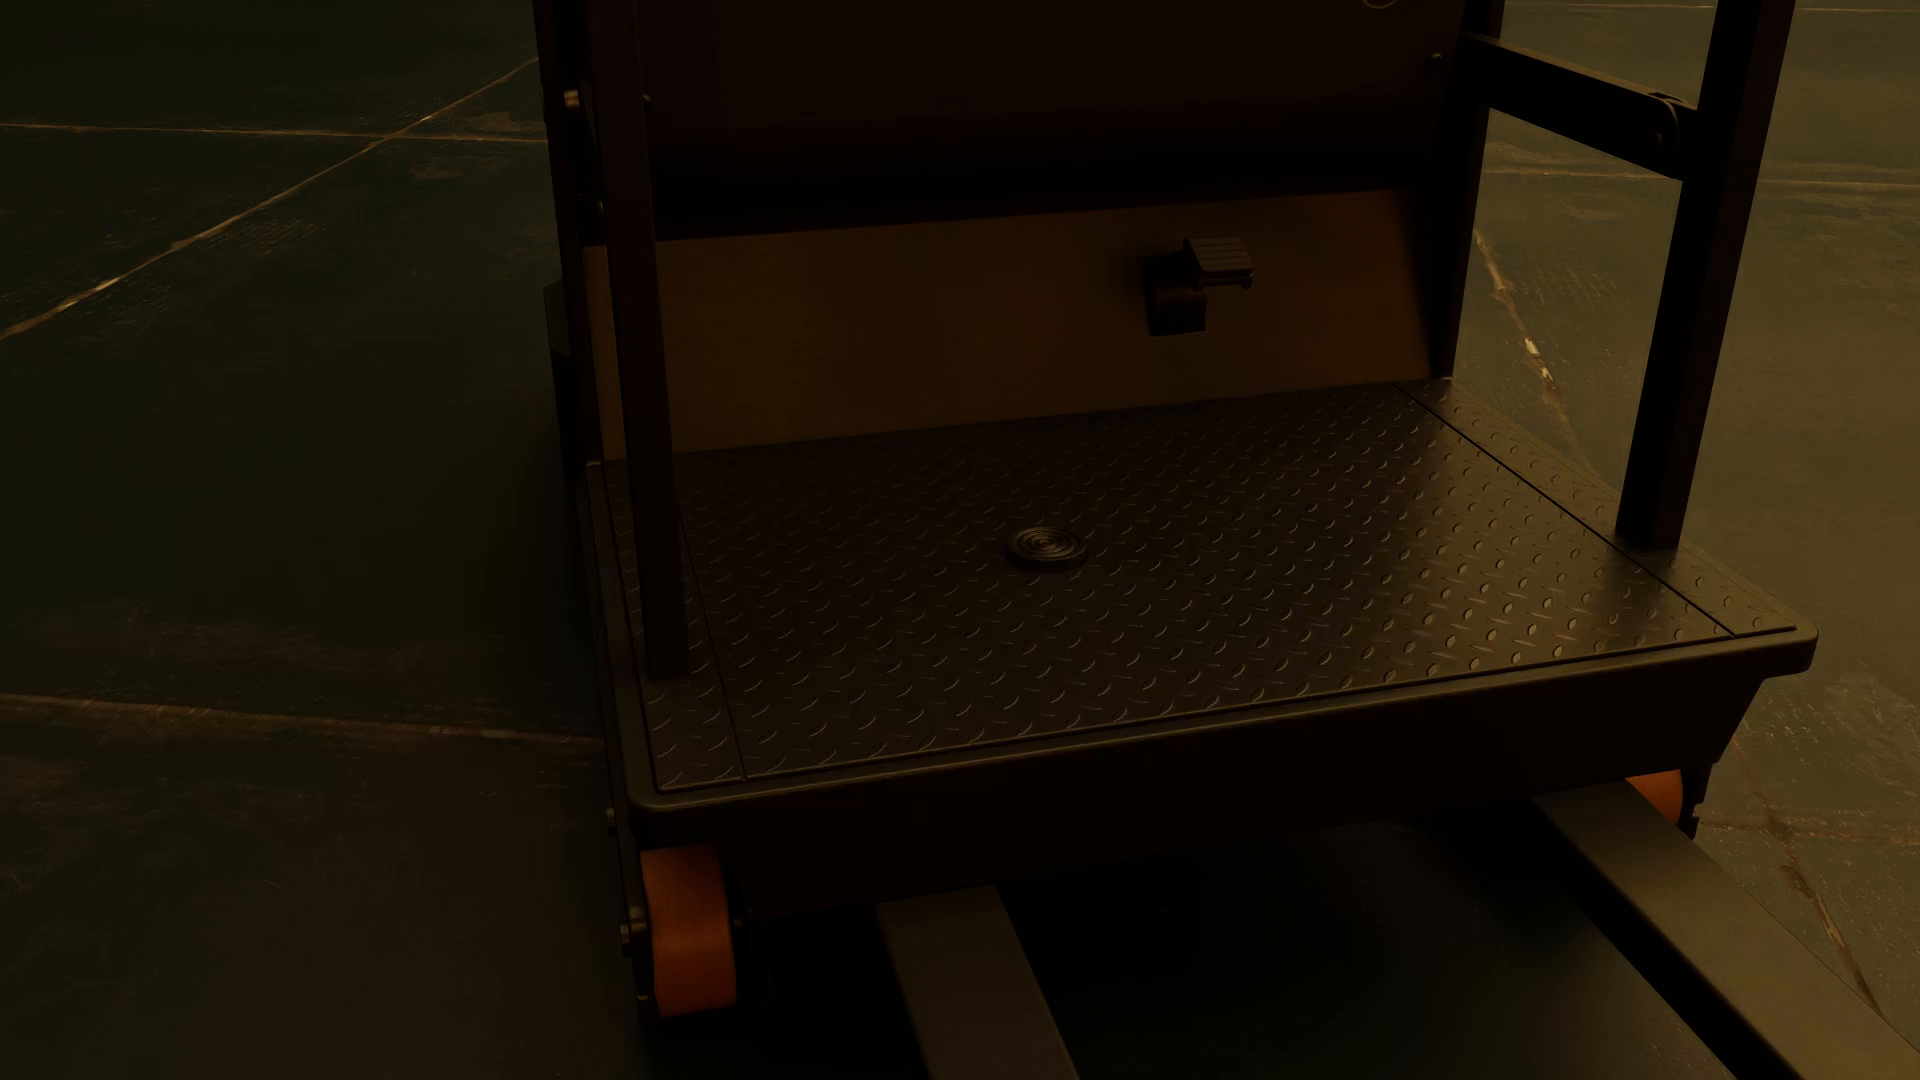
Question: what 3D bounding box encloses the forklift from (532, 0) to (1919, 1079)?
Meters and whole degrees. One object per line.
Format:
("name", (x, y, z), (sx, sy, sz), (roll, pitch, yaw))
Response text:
("forklift", (0.153, -1.049, 1.319), (1.130, 2.935, 3.031), (-7, 27, -13))
